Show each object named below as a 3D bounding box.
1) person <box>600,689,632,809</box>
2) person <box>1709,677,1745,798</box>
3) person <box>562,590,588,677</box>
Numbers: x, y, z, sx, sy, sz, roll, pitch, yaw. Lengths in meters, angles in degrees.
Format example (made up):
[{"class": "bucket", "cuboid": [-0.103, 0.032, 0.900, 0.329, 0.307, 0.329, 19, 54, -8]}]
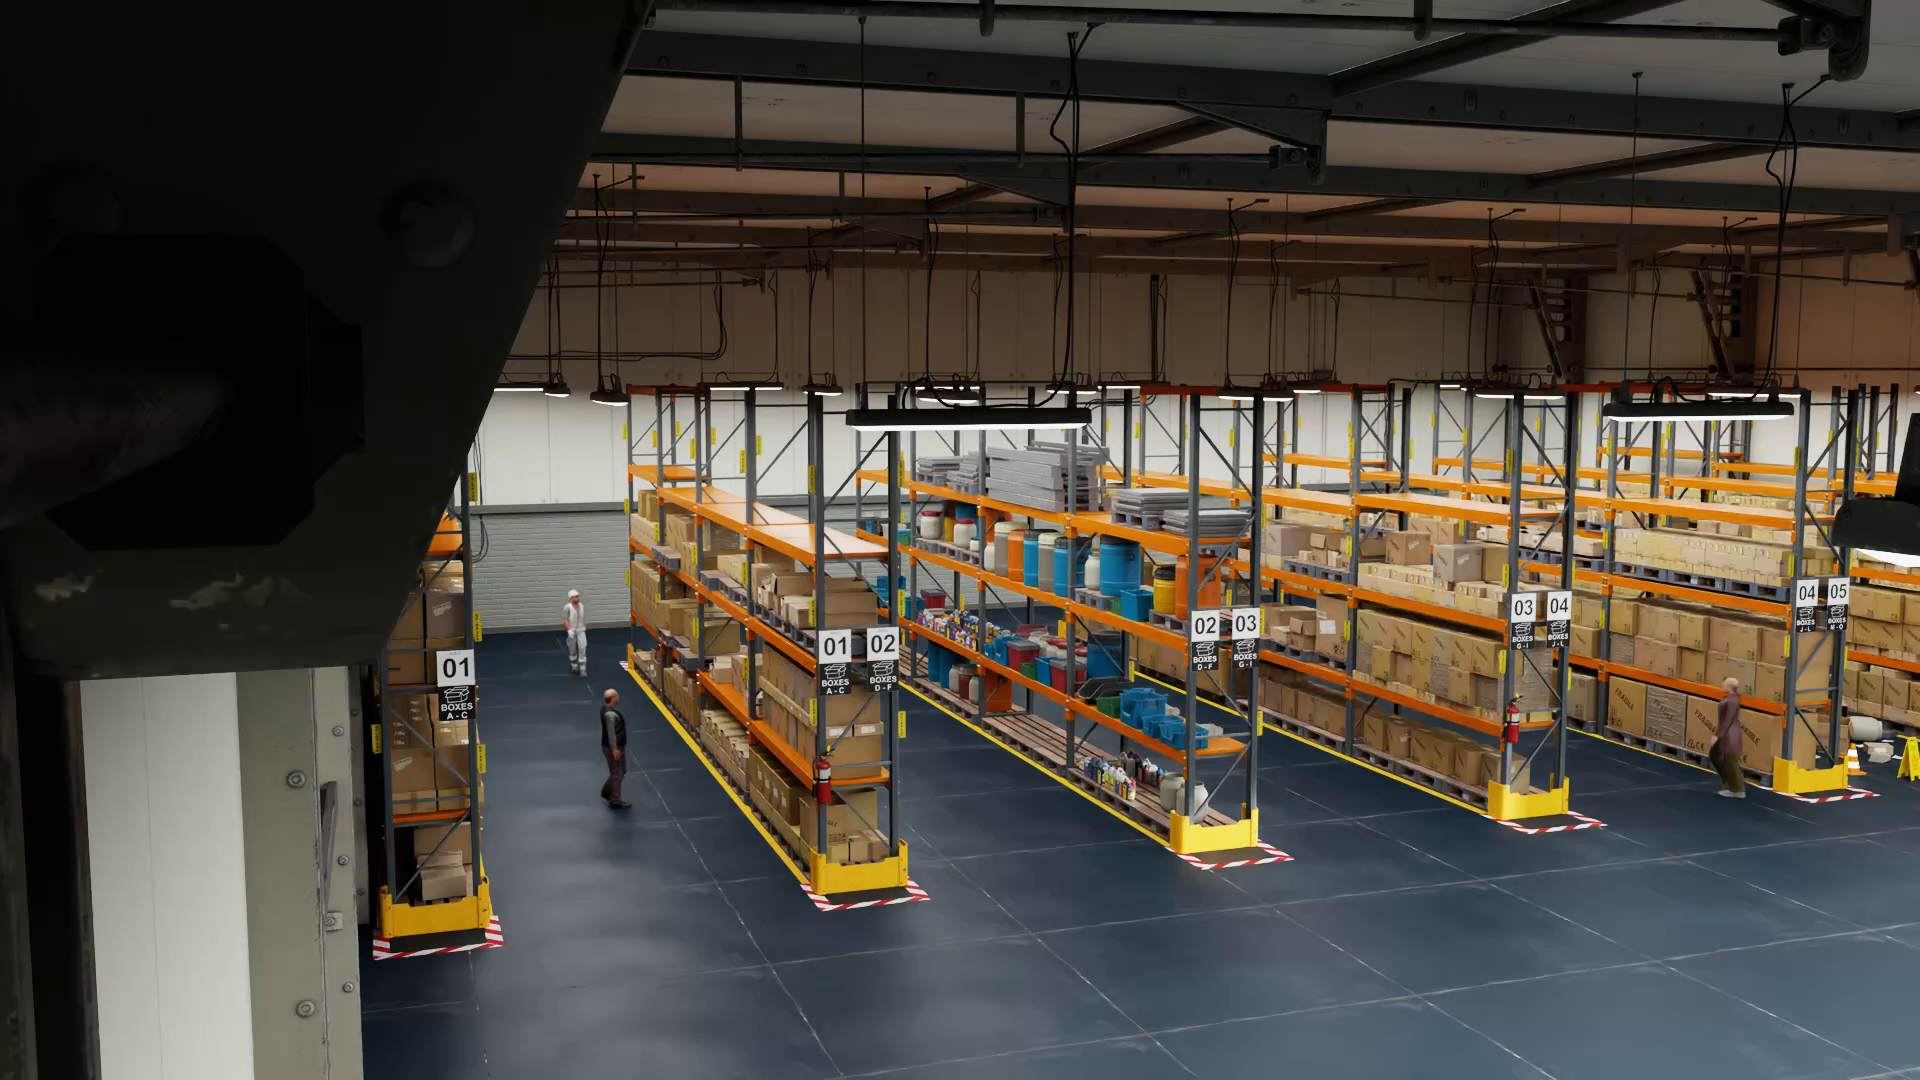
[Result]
[{"class": "person", "cuboid": [-4.993, 3.008, 24.050, 0.498, 1.736, 0.599, 0, 6, -4]}, {"class": "person", "cuboid": [11.383, 2.904, 24.630, 0.534, 1.761, 0.655, 3, 7, 26]}, {"class": "person", "cuboid": [-7.930, 1.897, 34.242, 0.487, 1.734, 0.979, -1, 6, -14]}]
